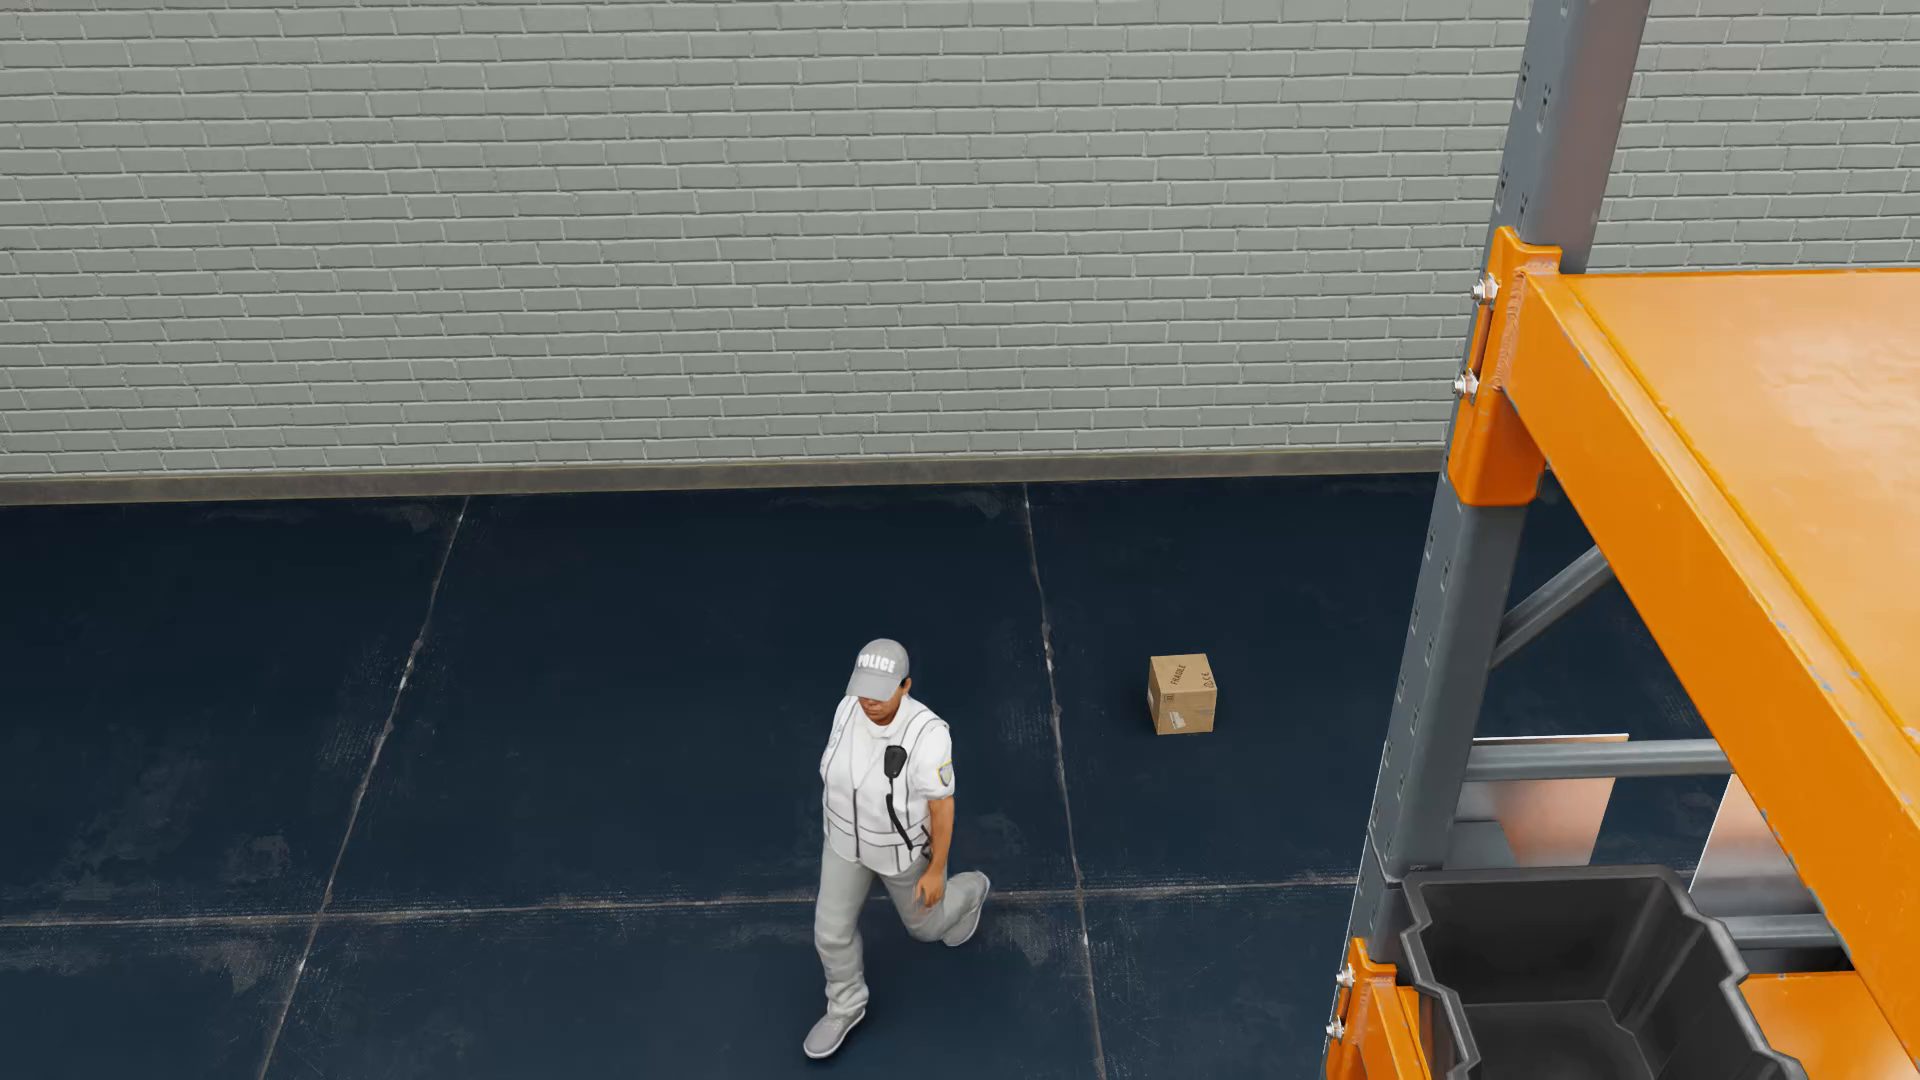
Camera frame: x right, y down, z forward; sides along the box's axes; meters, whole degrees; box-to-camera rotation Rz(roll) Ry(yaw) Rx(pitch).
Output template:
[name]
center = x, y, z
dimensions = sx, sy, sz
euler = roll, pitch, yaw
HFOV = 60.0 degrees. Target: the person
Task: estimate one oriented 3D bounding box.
[person]
center = -0.227, 1.009, 5.766
dimensions = 0.491, 1.615, 0.906
euler = 17, 39, 22
